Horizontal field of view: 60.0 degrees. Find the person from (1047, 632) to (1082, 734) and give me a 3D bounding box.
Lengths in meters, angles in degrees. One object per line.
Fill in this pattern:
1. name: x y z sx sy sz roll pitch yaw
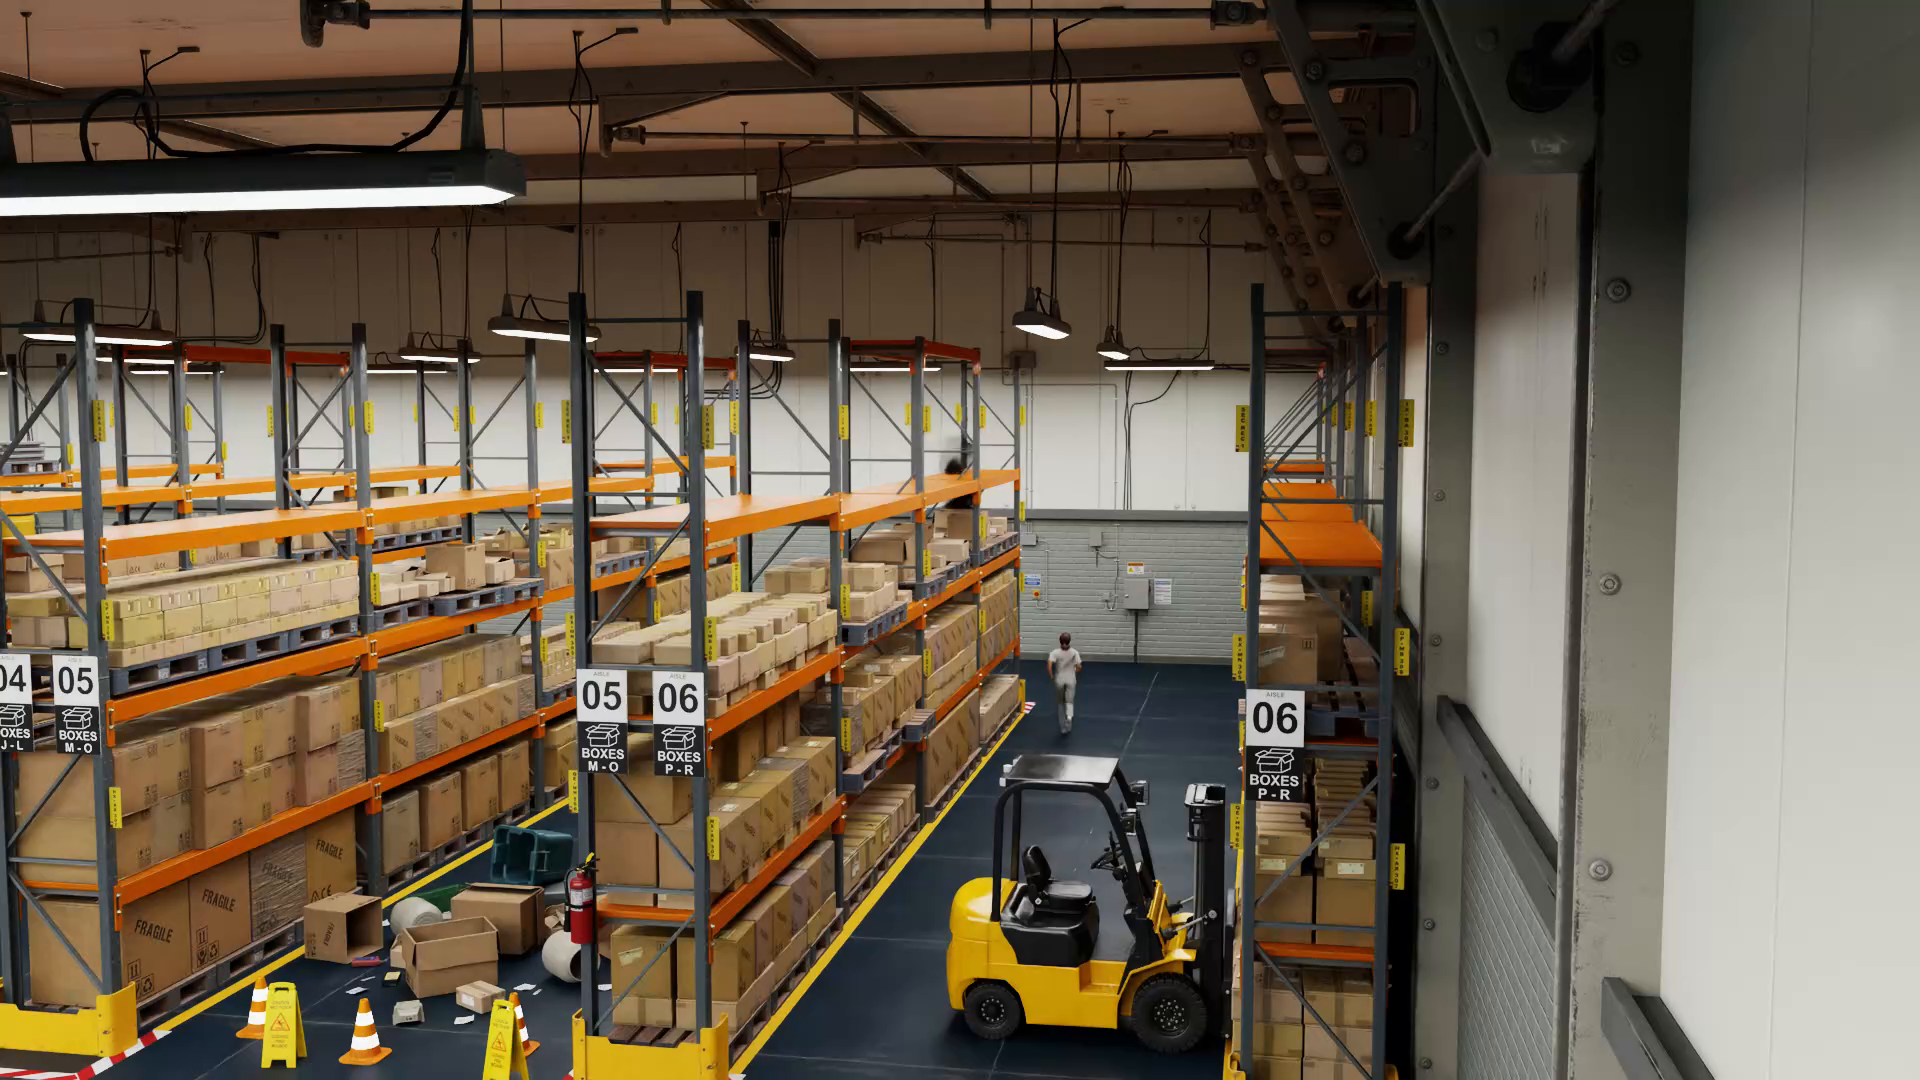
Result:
1. person: 1.637 2.274 25.951 0.541 1.619 0.801 0 5 4
